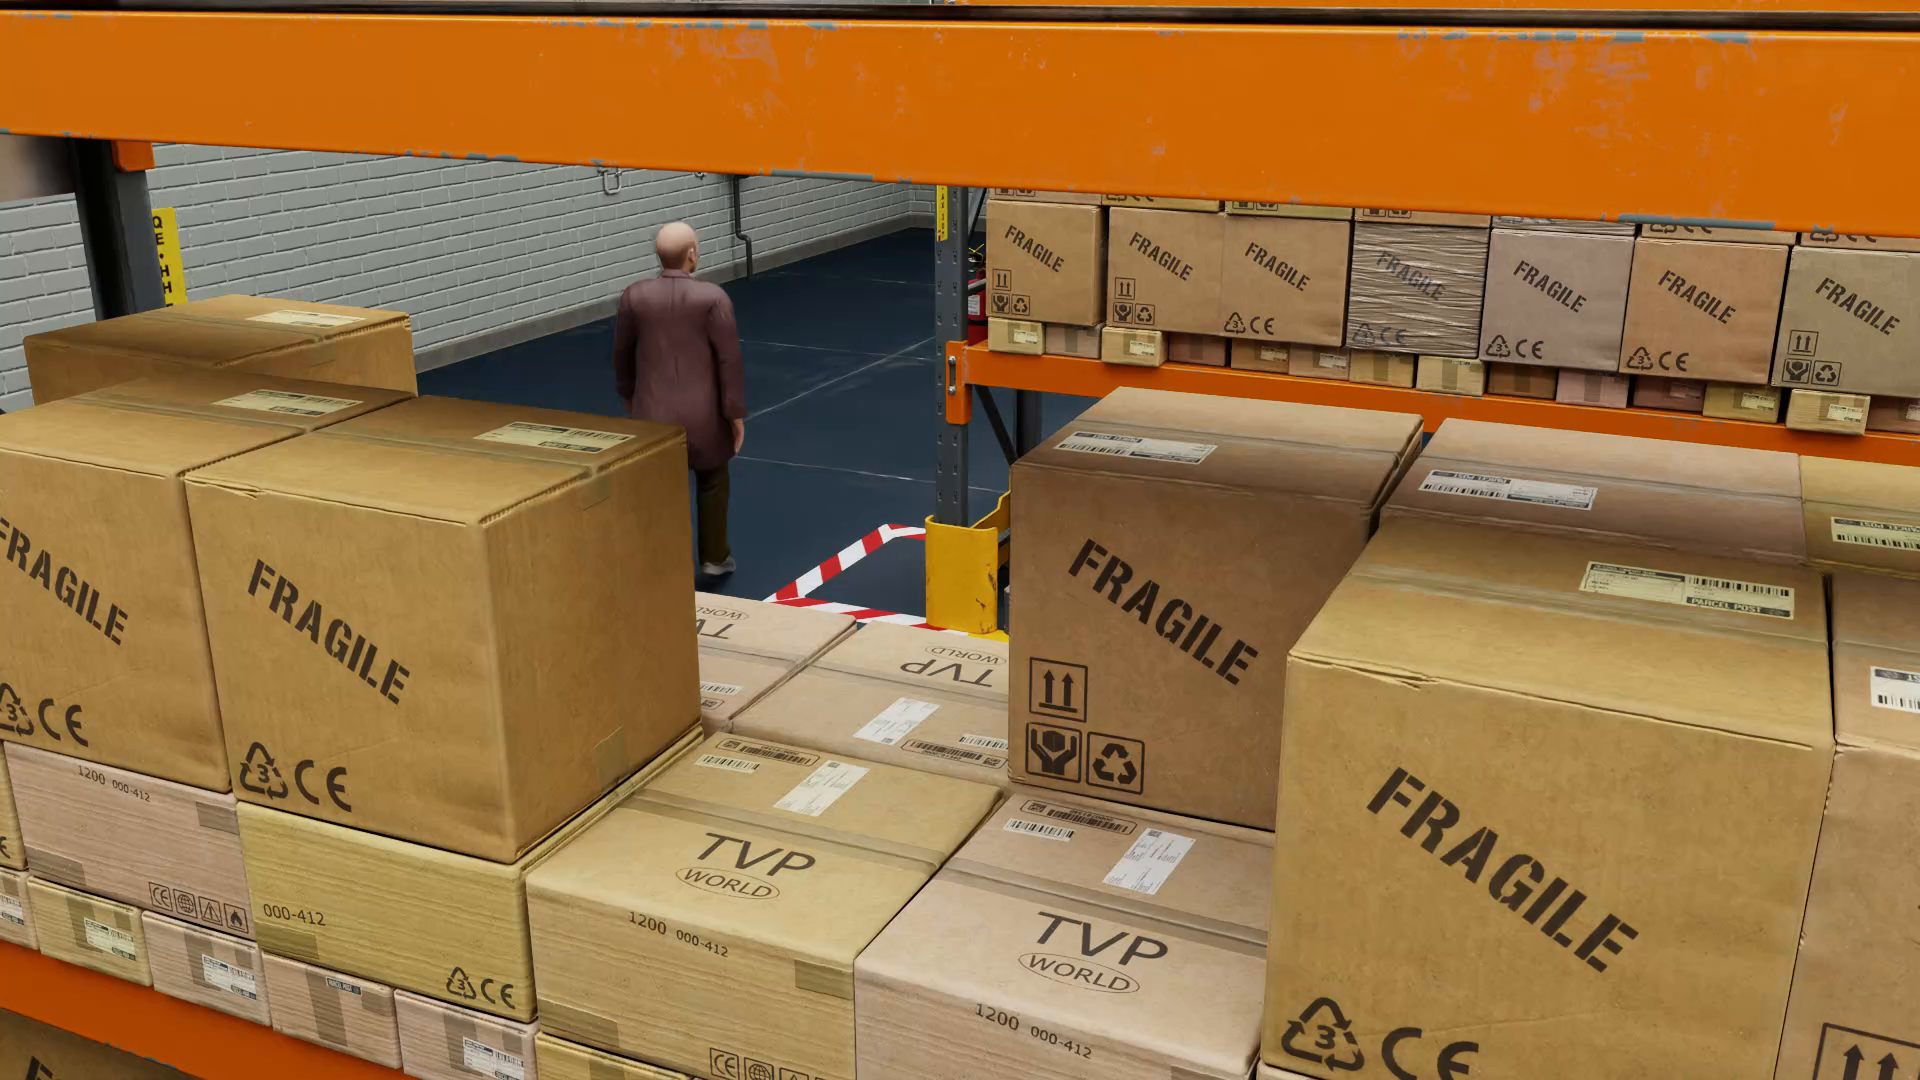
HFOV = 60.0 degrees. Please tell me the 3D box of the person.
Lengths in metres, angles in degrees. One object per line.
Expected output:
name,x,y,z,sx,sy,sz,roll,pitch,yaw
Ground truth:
person,-1.310,-0.596,7.820,0.642,1.794,0.788,-1,19,-3
